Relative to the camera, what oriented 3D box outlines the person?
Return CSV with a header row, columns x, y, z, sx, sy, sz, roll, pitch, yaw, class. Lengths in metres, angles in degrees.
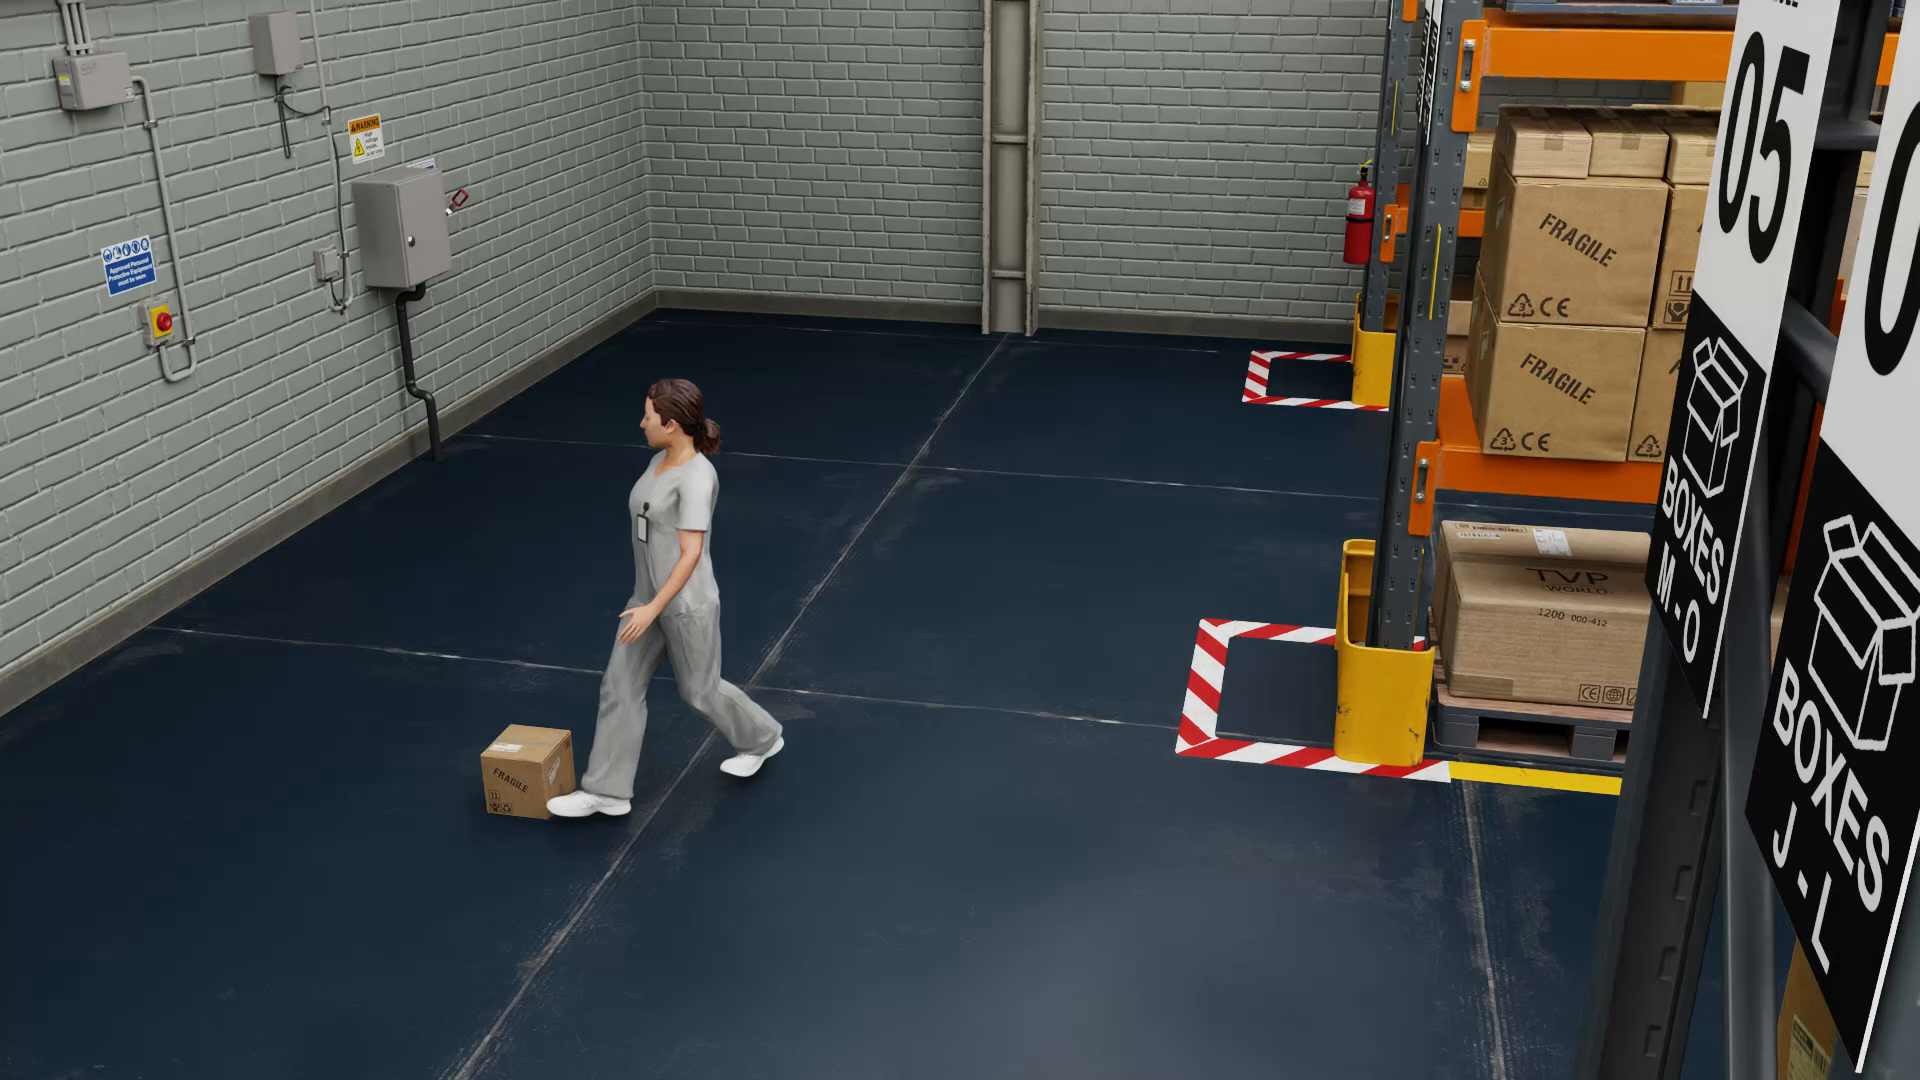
x,y,z,sx,sy,sz,roll,pitch,yaw,class
-1.084,0.224,6.043,0.944,1.621,0.487,-14,26,-32,person
